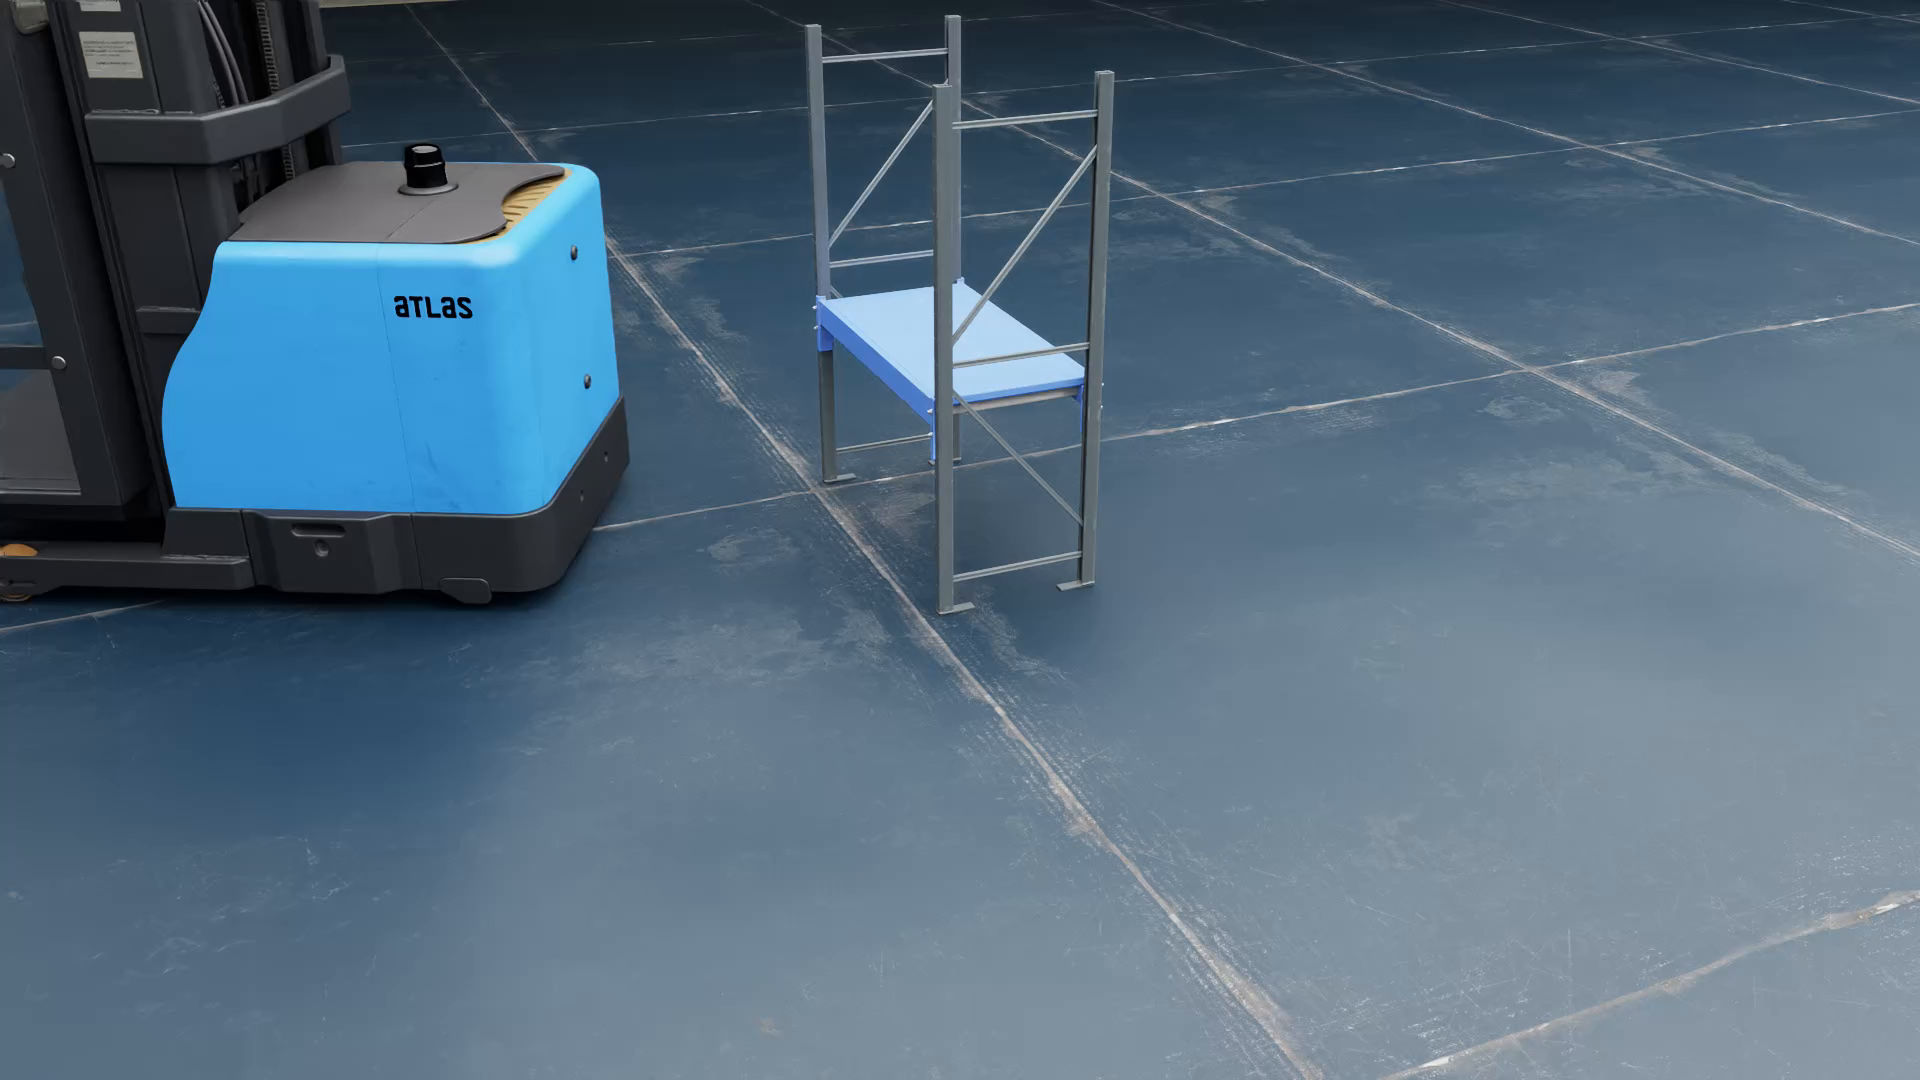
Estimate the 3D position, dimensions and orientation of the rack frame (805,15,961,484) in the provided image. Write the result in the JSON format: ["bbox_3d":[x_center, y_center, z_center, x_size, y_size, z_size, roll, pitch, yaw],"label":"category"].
[{"bbox_3d":[-0.233,-0.914,5.412,0.500,1.500,0.032,-11,28,-21],"label":"rack frame"}]

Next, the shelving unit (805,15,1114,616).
[{"bbox_3d":[-0.033,-0.708,4.991,0.538,1.500,1.048,-11,28,-21],"label":"shelving unit"}]

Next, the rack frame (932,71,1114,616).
[{"bbox_3d":[0.166,-0.503,4.571,0.500,1.500,0.032,-11,28,-21],"label":"rack frame"}]

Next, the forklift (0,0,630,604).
[{"bbox_3d":[-2.653,-1.366,4.706,3.031,2.935,1.130,1,26,3],"label":"forklift"}]

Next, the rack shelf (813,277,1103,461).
[{"bbox_3d":[-0.033,-0.547,5.070,0.538,0.185,1.000,-11,28,-21],"label":"rack shelf"}]
